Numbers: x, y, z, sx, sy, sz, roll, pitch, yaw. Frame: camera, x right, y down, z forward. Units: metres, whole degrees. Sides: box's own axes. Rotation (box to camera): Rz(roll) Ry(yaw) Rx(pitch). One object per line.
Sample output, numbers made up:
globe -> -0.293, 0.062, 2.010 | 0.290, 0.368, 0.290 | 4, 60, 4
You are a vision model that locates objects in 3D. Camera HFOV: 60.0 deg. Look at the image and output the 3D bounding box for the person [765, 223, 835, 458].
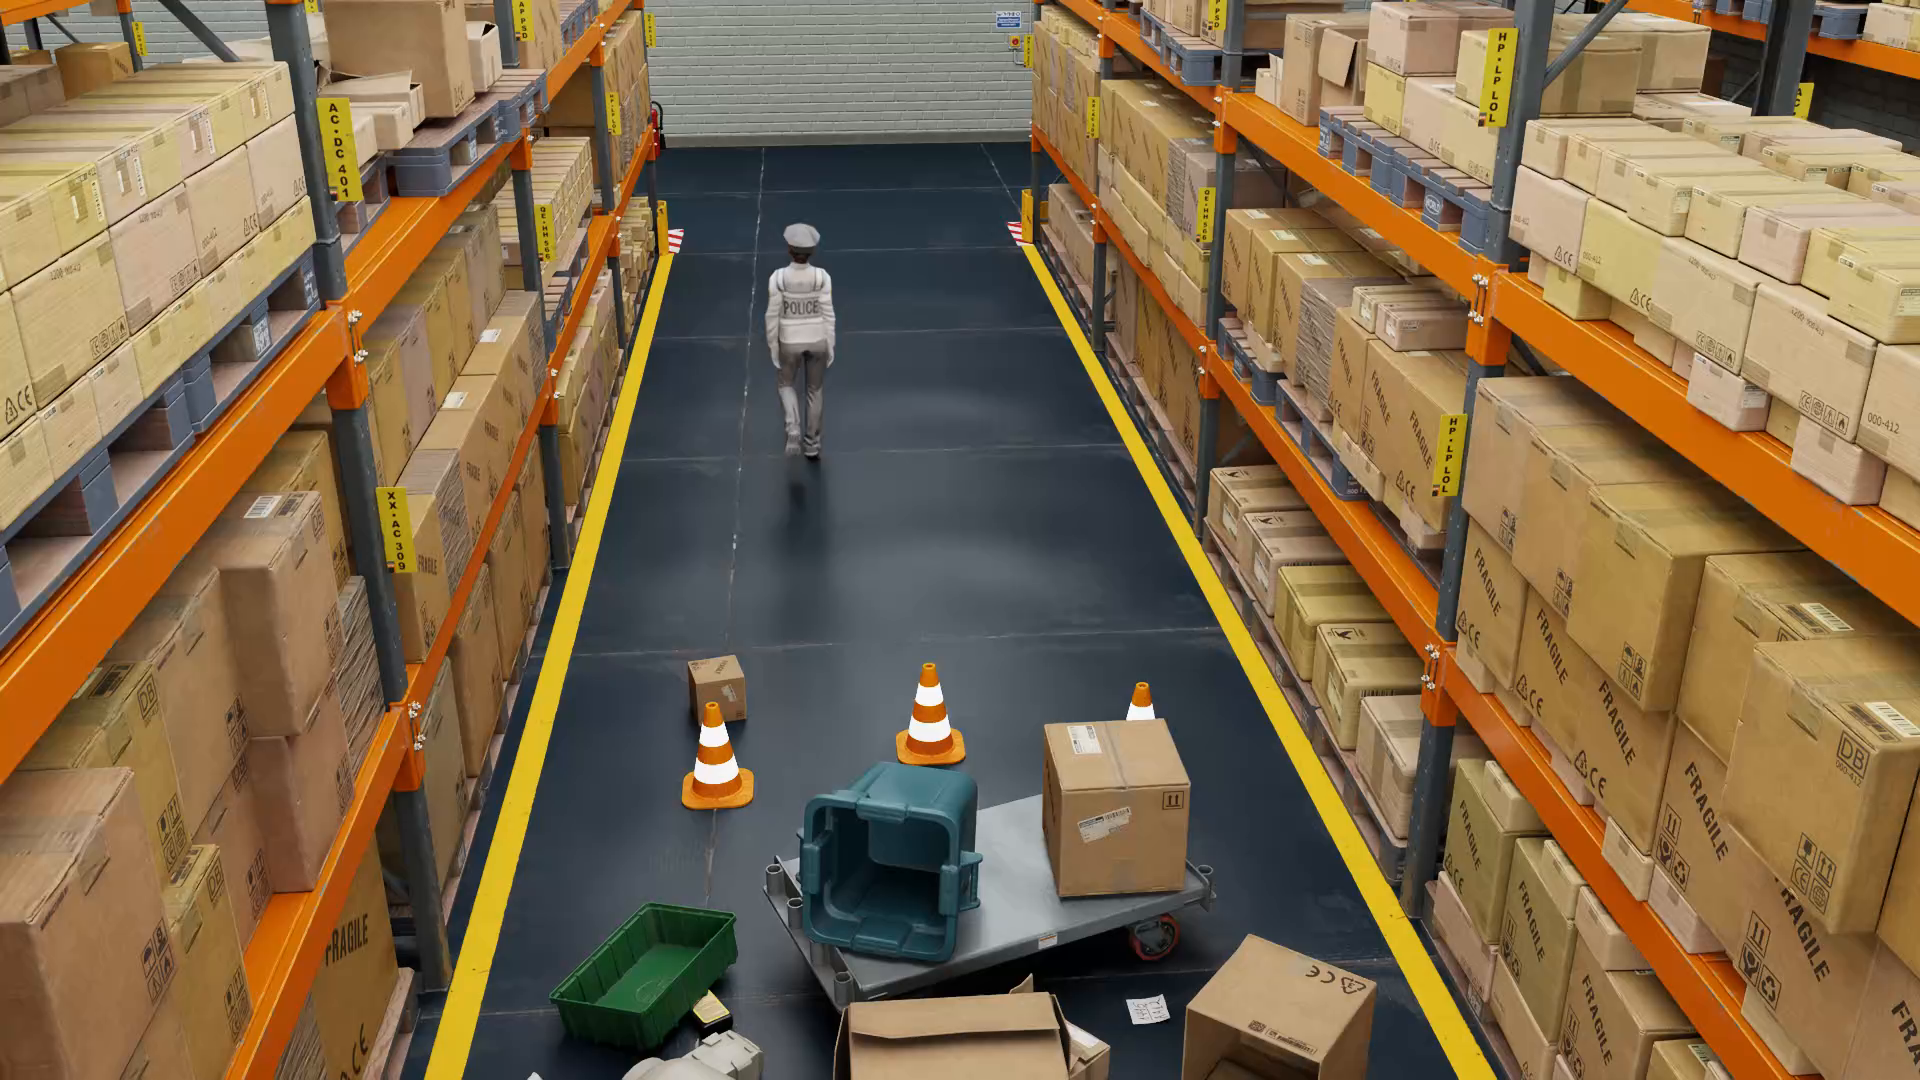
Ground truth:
person -> -1.106, -1.360, 11.586 | 0.484, 1.678, 0.535 | -3, 24, -6
